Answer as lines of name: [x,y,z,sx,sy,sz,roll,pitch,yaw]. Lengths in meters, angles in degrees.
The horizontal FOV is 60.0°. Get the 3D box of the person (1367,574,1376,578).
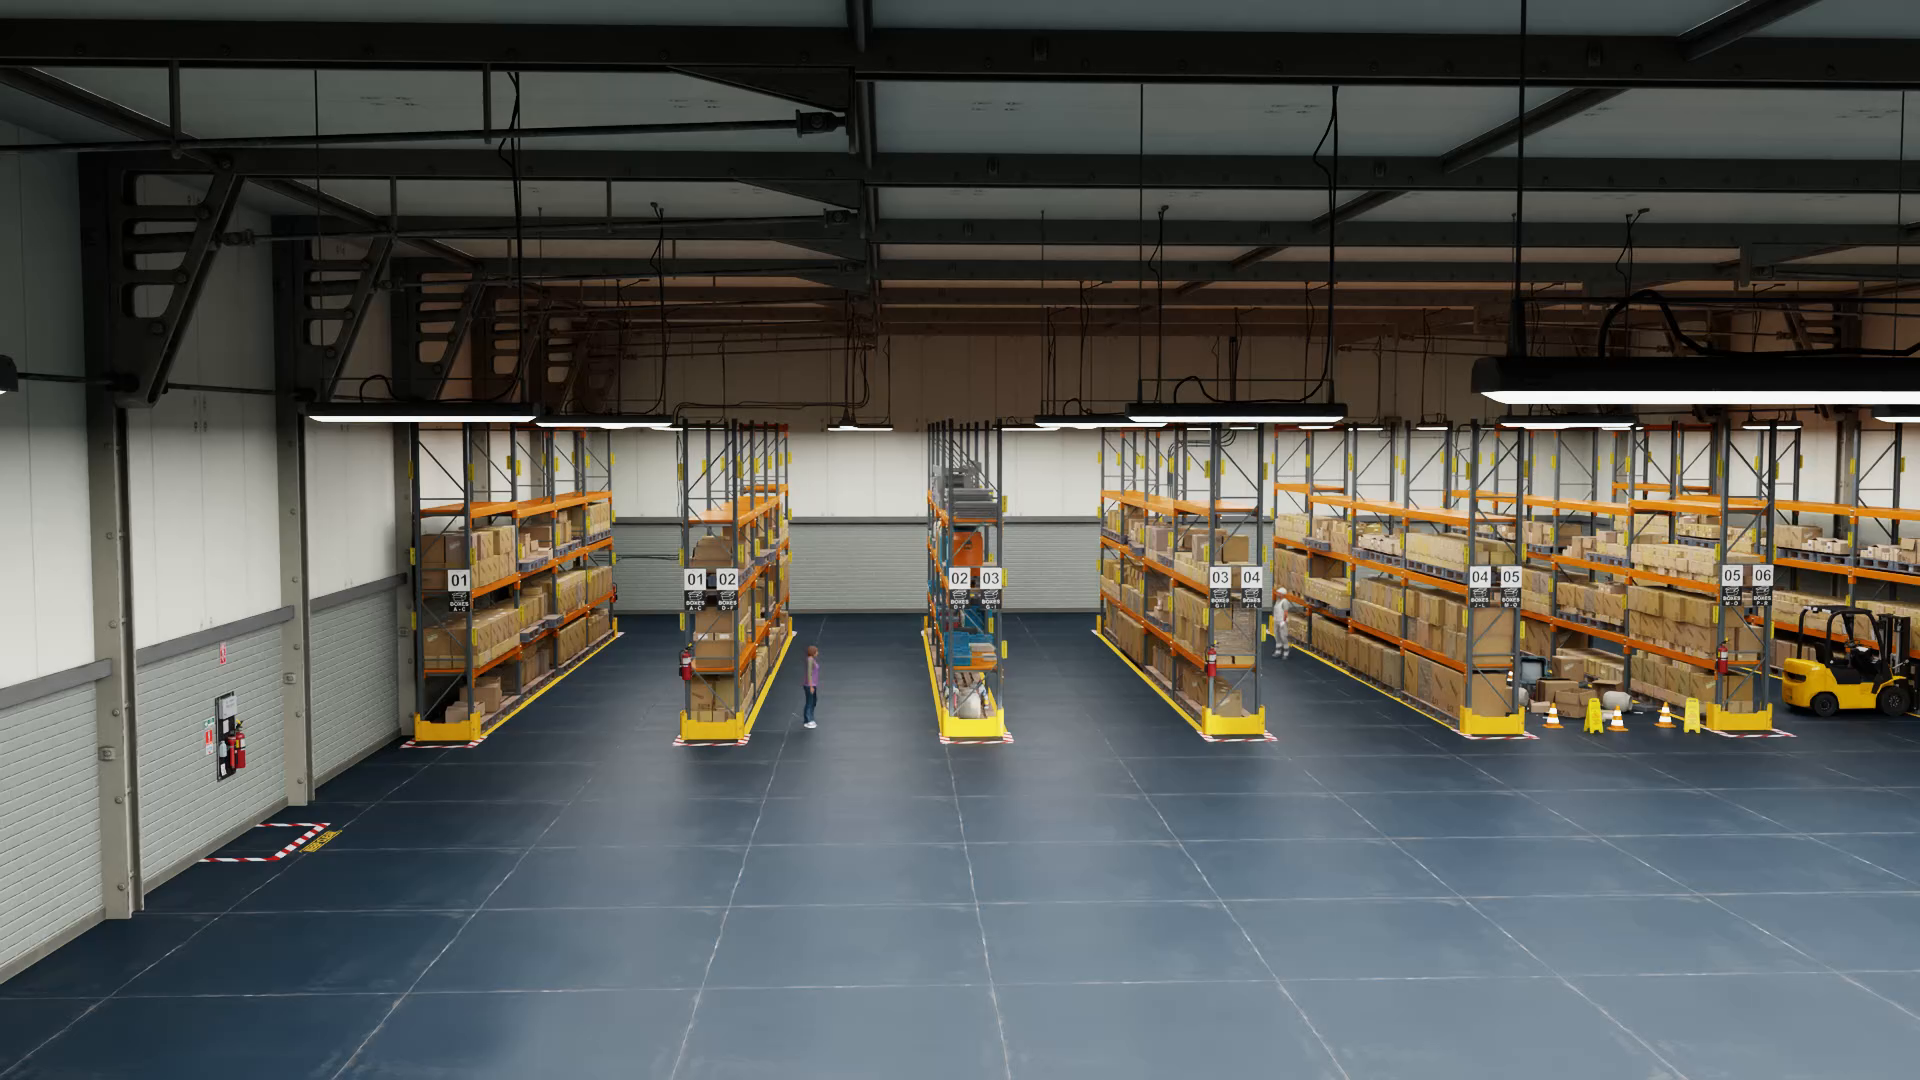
person: [11.619,1.834,47.001,0.644,1.770,0.402,-3,5,-43]

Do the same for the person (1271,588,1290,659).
person: [8.175,2.129,42.419,0.421,1.825,0.559,-2,4,-33]

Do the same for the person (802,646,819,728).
person: [-2.912,2.879,32.433,0.331,1.656,0.503,0,4,2]
